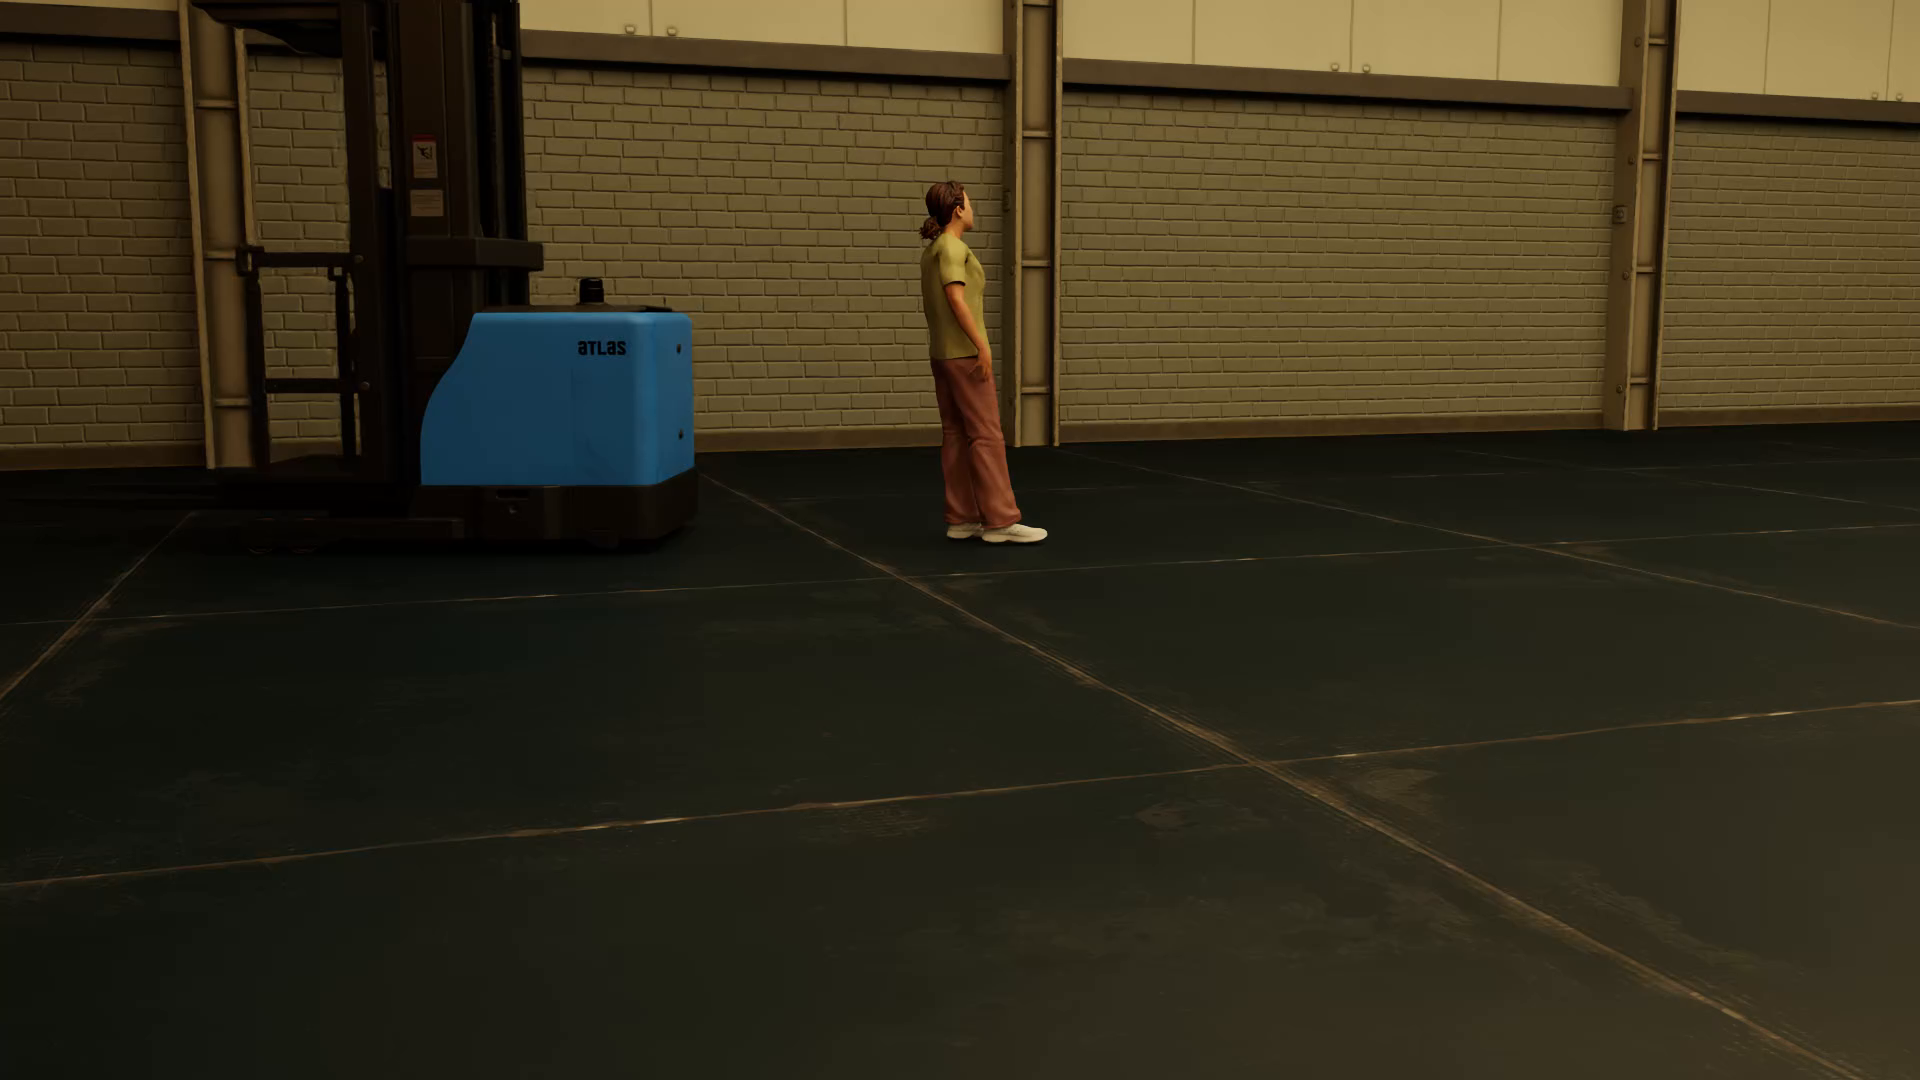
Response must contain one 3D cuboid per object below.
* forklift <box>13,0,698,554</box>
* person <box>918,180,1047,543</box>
[{"bbox_3d":[-2.839,-1.459,7.774,3.031,2.935,1.130,0,8,2],"label":"forklift"},{"bbox_3d":[0.074,-0.839,7.822,0.548,1.673,0.553,-3,8,-18],"label":"person"}]
